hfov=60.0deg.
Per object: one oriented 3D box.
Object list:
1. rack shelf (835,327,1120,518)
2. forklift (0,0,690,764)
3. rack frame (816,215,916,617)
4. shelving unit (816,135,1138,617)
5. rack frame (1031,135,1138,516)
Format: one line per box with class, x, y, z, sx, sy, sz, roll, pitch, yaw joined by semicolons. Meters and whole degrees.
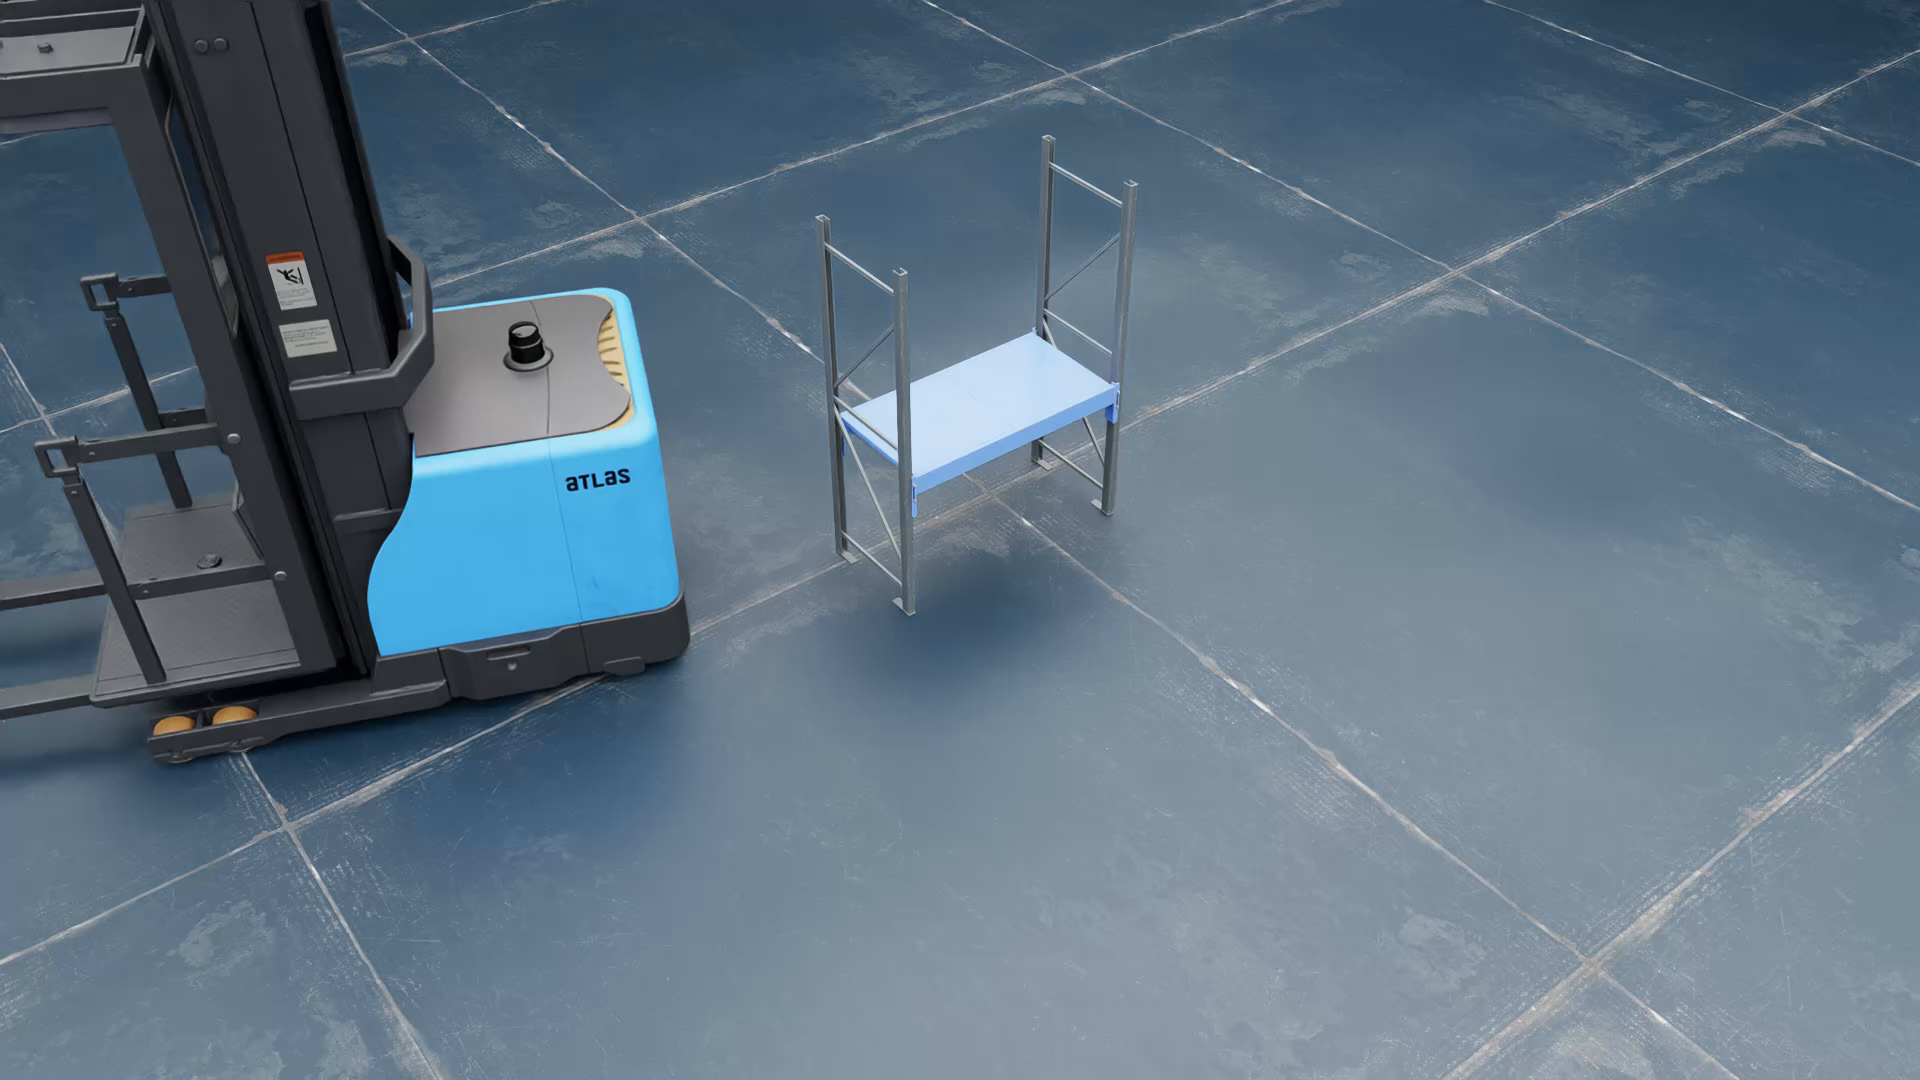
rack shelf;0.068;-0.474;6.429;1.000;0.185;0.538;-26;46;-28
forklift;-2.578;-0.728;5.327;3.031;2.935;1.130;-10;40;-11
rack frame;-0.335;-0.416;6.075;0.032;1.500;0.500;-26;46;-28
shelving unit;0.068;-0.613;6.315;1.048;1.500;0.538;-26;46;-28
rack frame;0.471;-0.809;6.554;0.032;1.500;0.500;-26;46;-28
